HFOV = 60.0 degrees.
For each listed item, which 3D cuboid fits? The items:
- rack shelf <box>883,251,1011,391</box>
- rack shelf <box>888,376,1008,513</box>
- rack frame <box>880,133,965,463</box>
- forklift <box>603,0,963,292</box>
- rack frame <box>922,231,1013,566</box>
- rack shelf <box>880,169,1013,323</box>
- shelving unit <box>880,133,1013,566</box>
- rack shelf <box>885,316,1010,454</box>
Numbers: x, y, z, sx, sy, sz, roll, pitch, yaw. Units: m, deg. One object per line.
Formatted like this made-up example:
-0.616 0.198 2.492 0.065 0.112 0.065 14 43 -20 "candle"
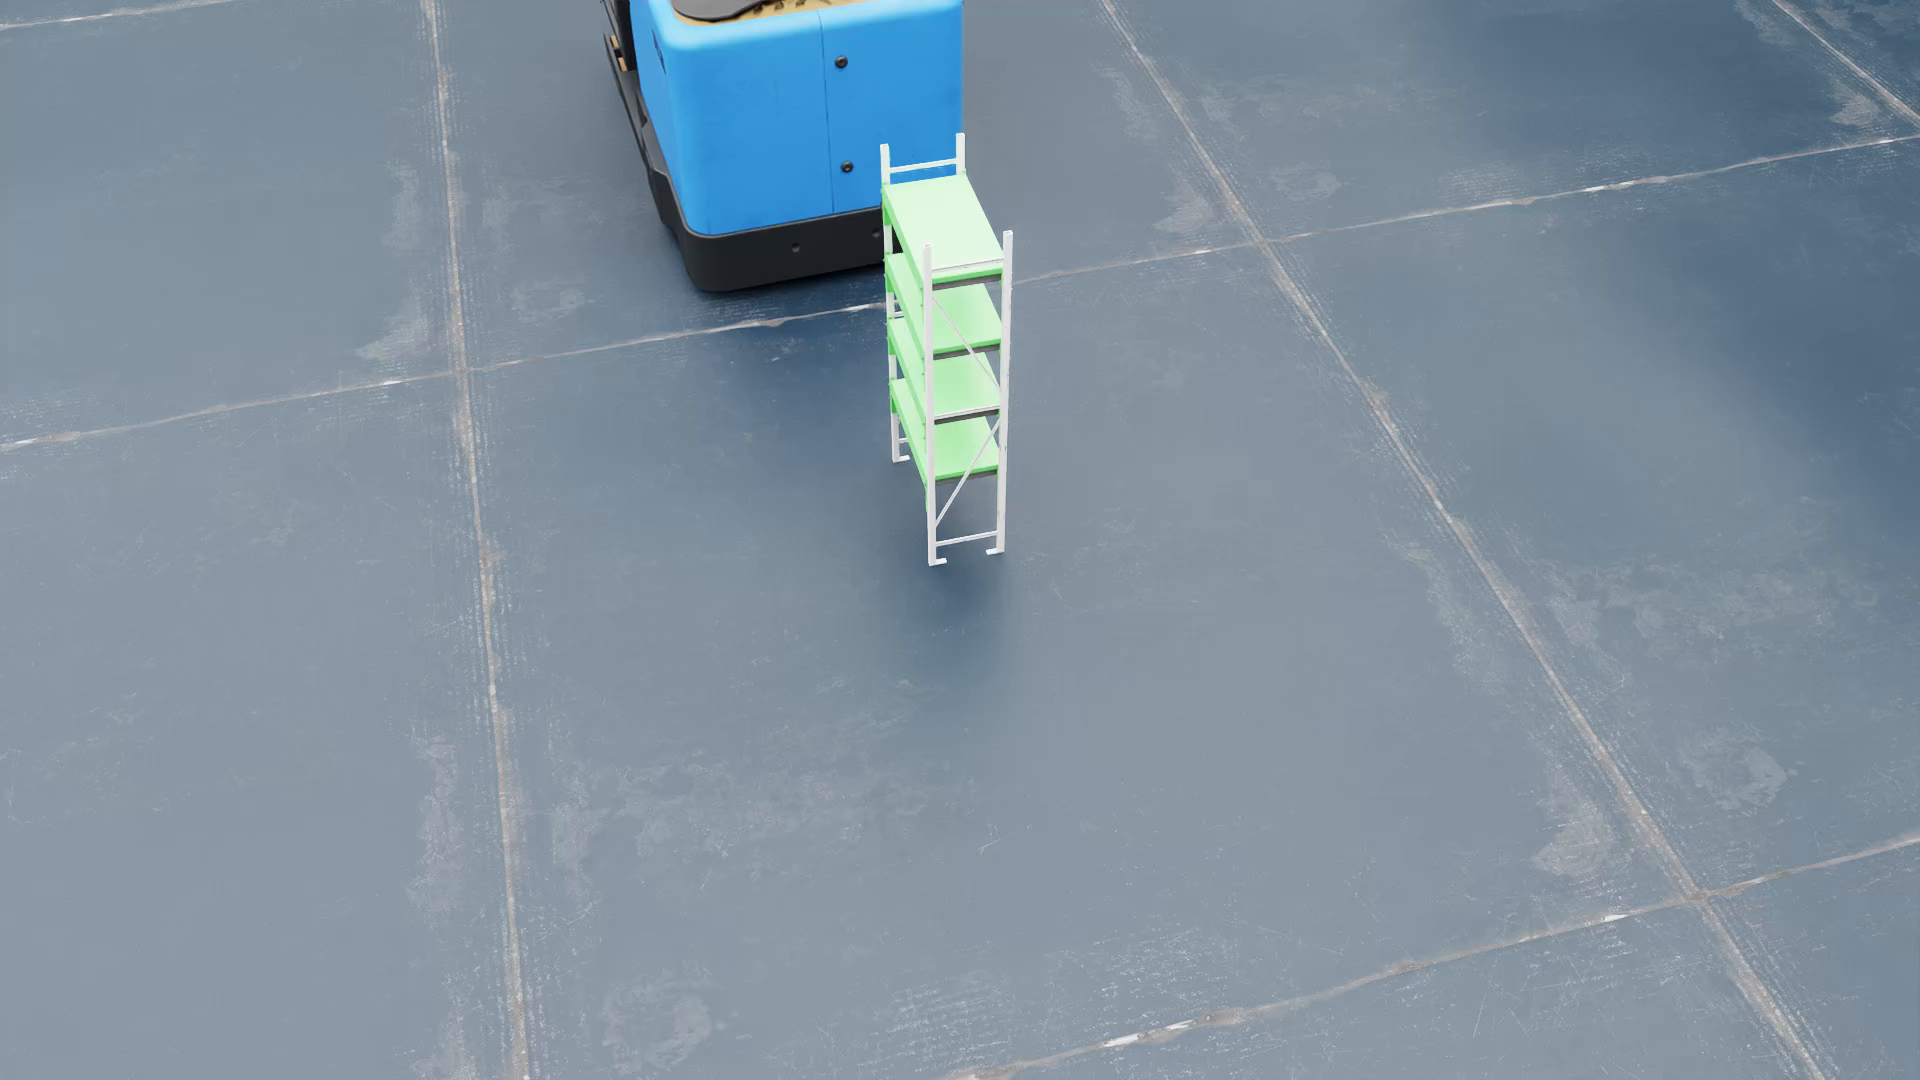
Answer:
-0.042 -0.658 4.808 0.258 0.148 0.480 -11 47 -10 "rack shelf"
-0.042 -0.322 5.151 0.258 0.148 0.480 -11 47 -10 "rack shelf"
-0.105 -0.703 5.099 0.240 1.200 0.015 -11 47 -10 "rack frame"
-0.904 -2.998 6.136 1.130 2.935 3.031 -13 47 -12 "forklift"
0.020 -0.366 4.768 0.240 1.200 0.015 -11 47 -10 "rack frame"
-0.042 -0.825 4.636 0.258 0.148 0.480 -11 47 -10 "rack shelf"
-0.042 -0.534 4.933 0.258 1.200 0.503 -11 47 -10 "shelving unit"
-0.042 -0.490 4.979 0.258 0.148 0.480 -11 47 -10 "rack shelf"
